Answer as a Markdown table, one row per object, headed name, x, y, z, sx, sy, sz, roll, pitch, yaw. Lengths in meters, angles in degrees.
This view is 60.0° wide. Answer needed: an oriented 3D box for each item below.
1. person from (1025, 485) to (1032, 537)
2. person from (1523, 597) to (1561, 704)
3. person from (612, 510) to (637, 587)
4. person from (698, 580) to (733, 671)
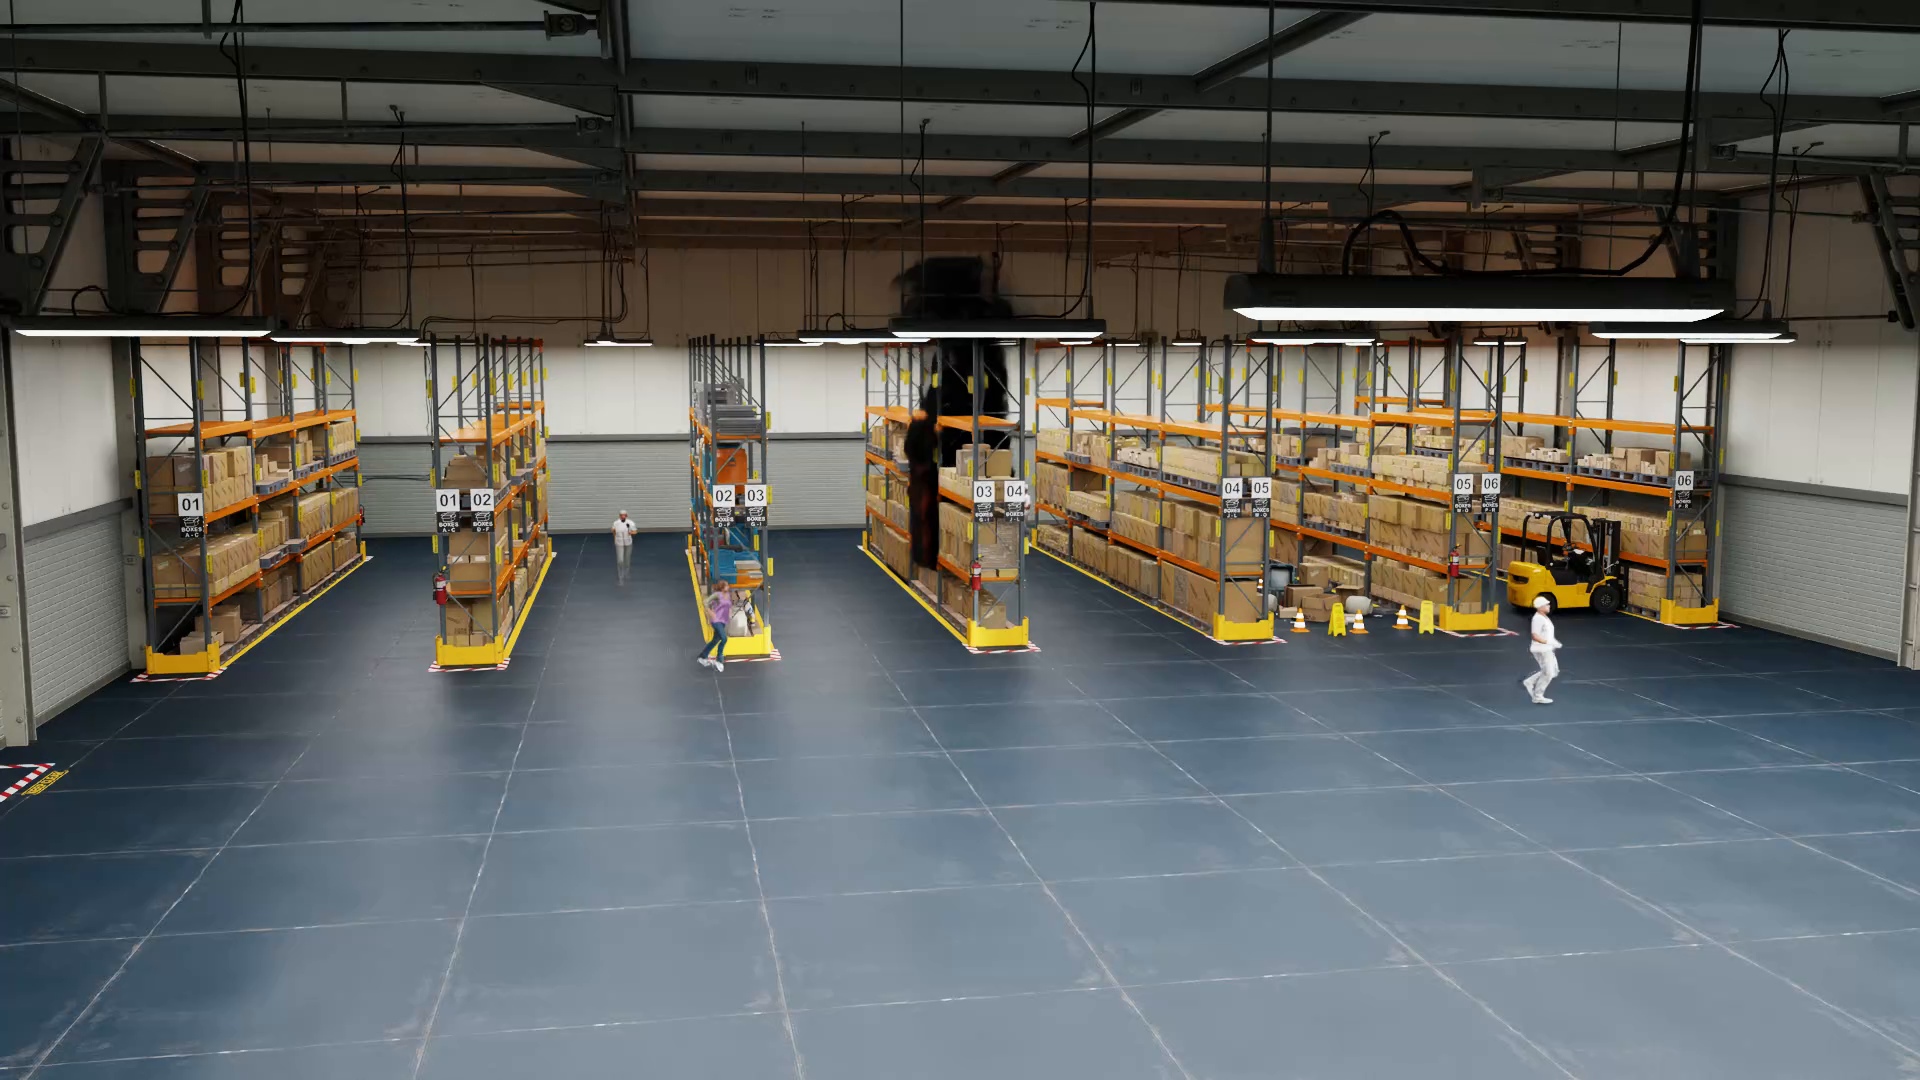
| name | x | y | z | sx | sy | sz | roll | pitch | yaw |
| --- | --- | --- | --- | --- | --- | --- | --- | --- | --- |
| person | 1.894 | -0.782 | 49.389 | 0.741 | 1.744 | 0.744 | -3 | 7 | -27 |
| person | 9.435 | 1.781 | 26.913 | 0.614 | 1.734 | 0.677 | 3 | 7 | 27 |
| person | -7.847 | 0.177 | 38.980 | 0.574 | 1.778 | 0.710 | -2 | 7 | -14 |
| person | -4.374 | 1.524 | 29.958 | 0.645 | 1.625 | 0.561 | 3 | 7 | 24 |
